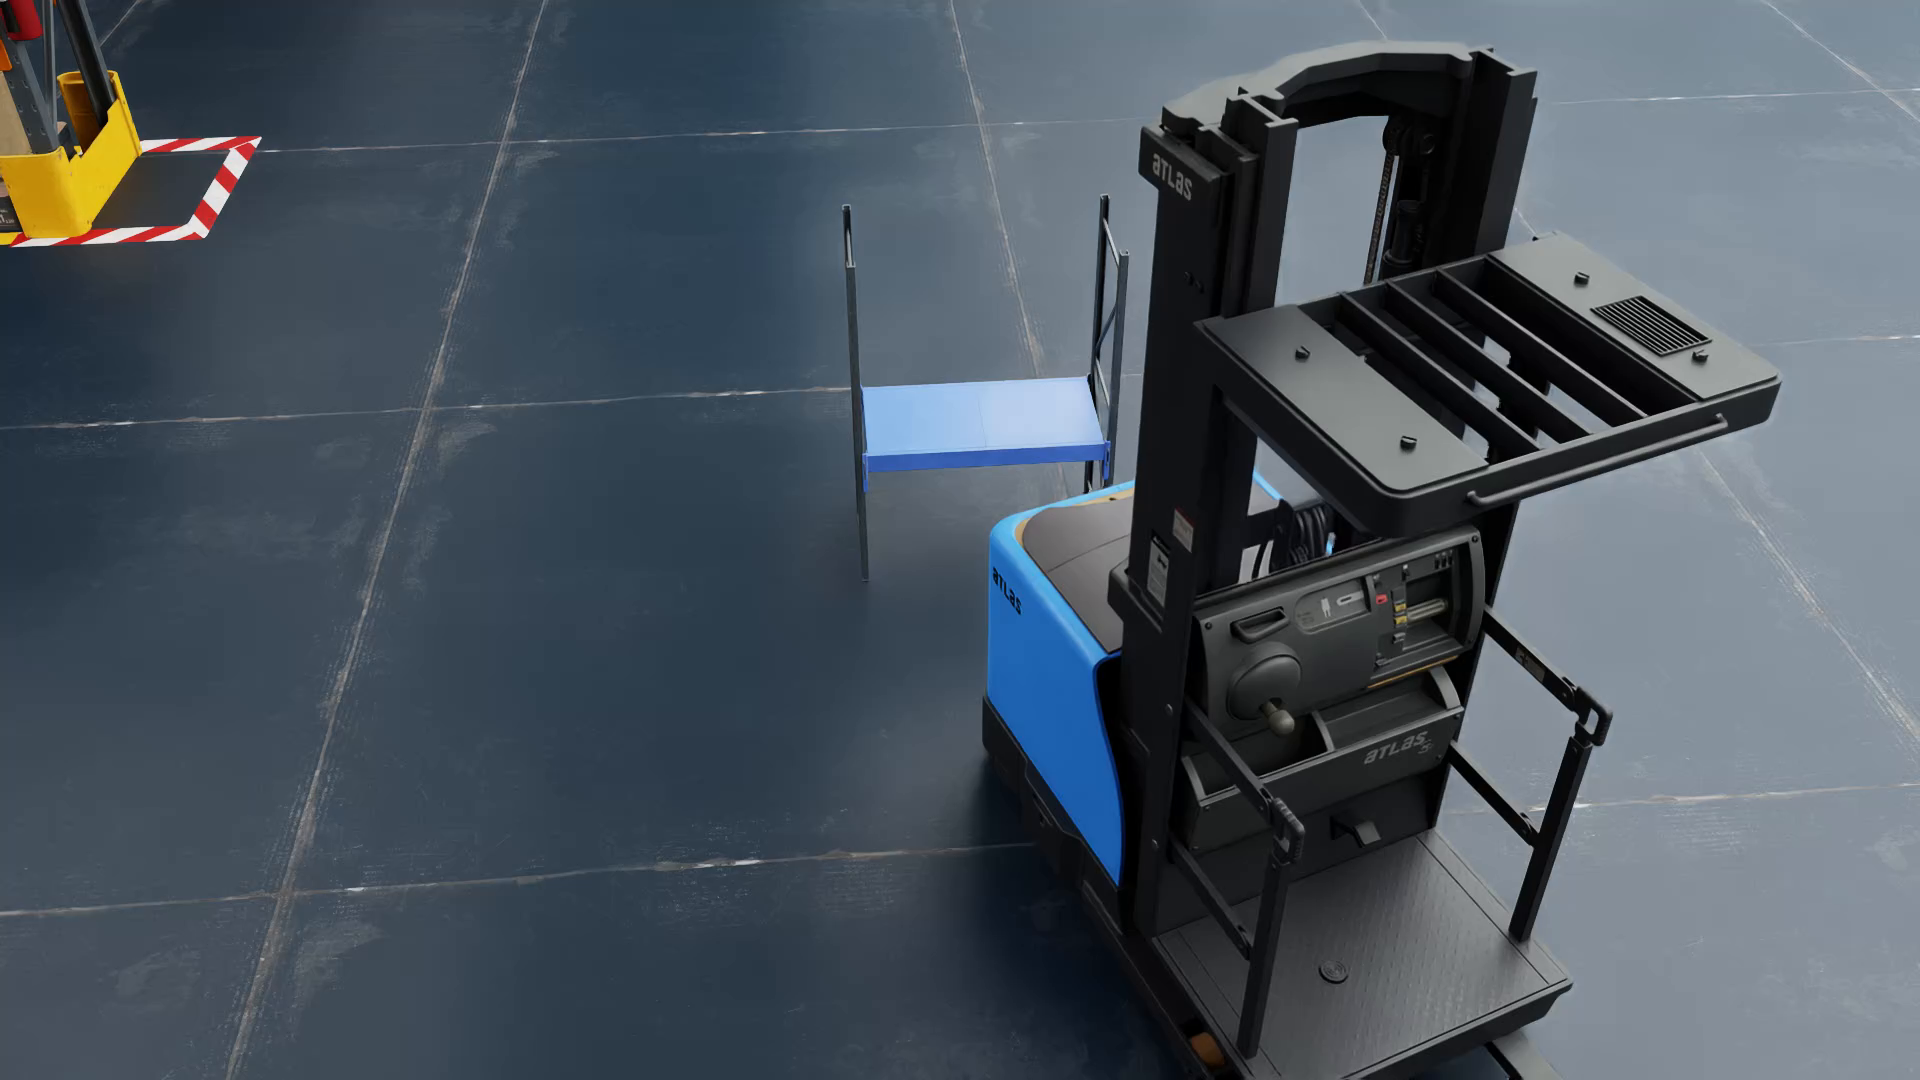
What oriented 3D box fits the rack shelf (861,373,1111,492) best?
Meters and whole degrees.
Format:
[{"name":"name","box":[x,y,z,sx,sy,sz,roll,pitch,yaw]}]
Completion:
[{"name":"rack shelf","box":[0.085,-0.452,6.903,1.000,0.185,0.538,-3,38,-4]}]

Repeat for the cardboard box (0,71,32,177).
[{"name":"cardboard box","box":[-5.735,-2.412,9.565,0.500,0.500,0.500,4,38,4]}]

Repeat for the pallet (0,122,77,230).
[{"name":"pallet","box":[-6.000,-2.131,9.781,1.213,0.211,1.003,-3,38,-4]}]

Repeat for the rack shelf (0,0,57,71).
[{"name":"rack shelf","box":[-7.104,-2.861,9.035,4.000,0.370,1.077,-3,38,-4]}]

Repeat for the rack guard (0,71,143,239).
[{"name":"rack guard","box":[-5.187,-2.267,9.720,0.348,0.500,1.175,-3,38,-4]}]

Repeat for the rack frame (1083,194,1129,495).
[{"name":"rack frame","box":[0.591,-0.621,6.827,0.032,1.500,0.500,-3,38,-4]}]

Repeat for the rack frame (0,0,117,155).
[{"name":"rack frame","box":[-5.112,-3.253,8.951,0.127,3.000,1.000,-3,38,-4]}]

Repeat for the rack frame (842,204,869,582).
[{"name":"rack frame","box":[-0.421,-0.566,6.756,0.032,1.500,0.500,-3,38,-4]}]

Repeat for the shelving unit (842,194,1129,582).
[{"name":"shelving unit","box":[0.085,-0.593,6.791,1.048,1.500,0.538,-3,38,-4]}]

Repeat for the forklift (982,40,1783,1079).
[{"name":"forklift","box":[1.162,0.328,4.468,1.130,2.935,3.031,-16,41,-19]}]

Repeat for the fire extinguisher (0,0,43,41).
[{"name":"fire extinguisher","box":[-4.957,-2.944,8.623,0.183,0.674,0.296,-3,38,-4]}]
